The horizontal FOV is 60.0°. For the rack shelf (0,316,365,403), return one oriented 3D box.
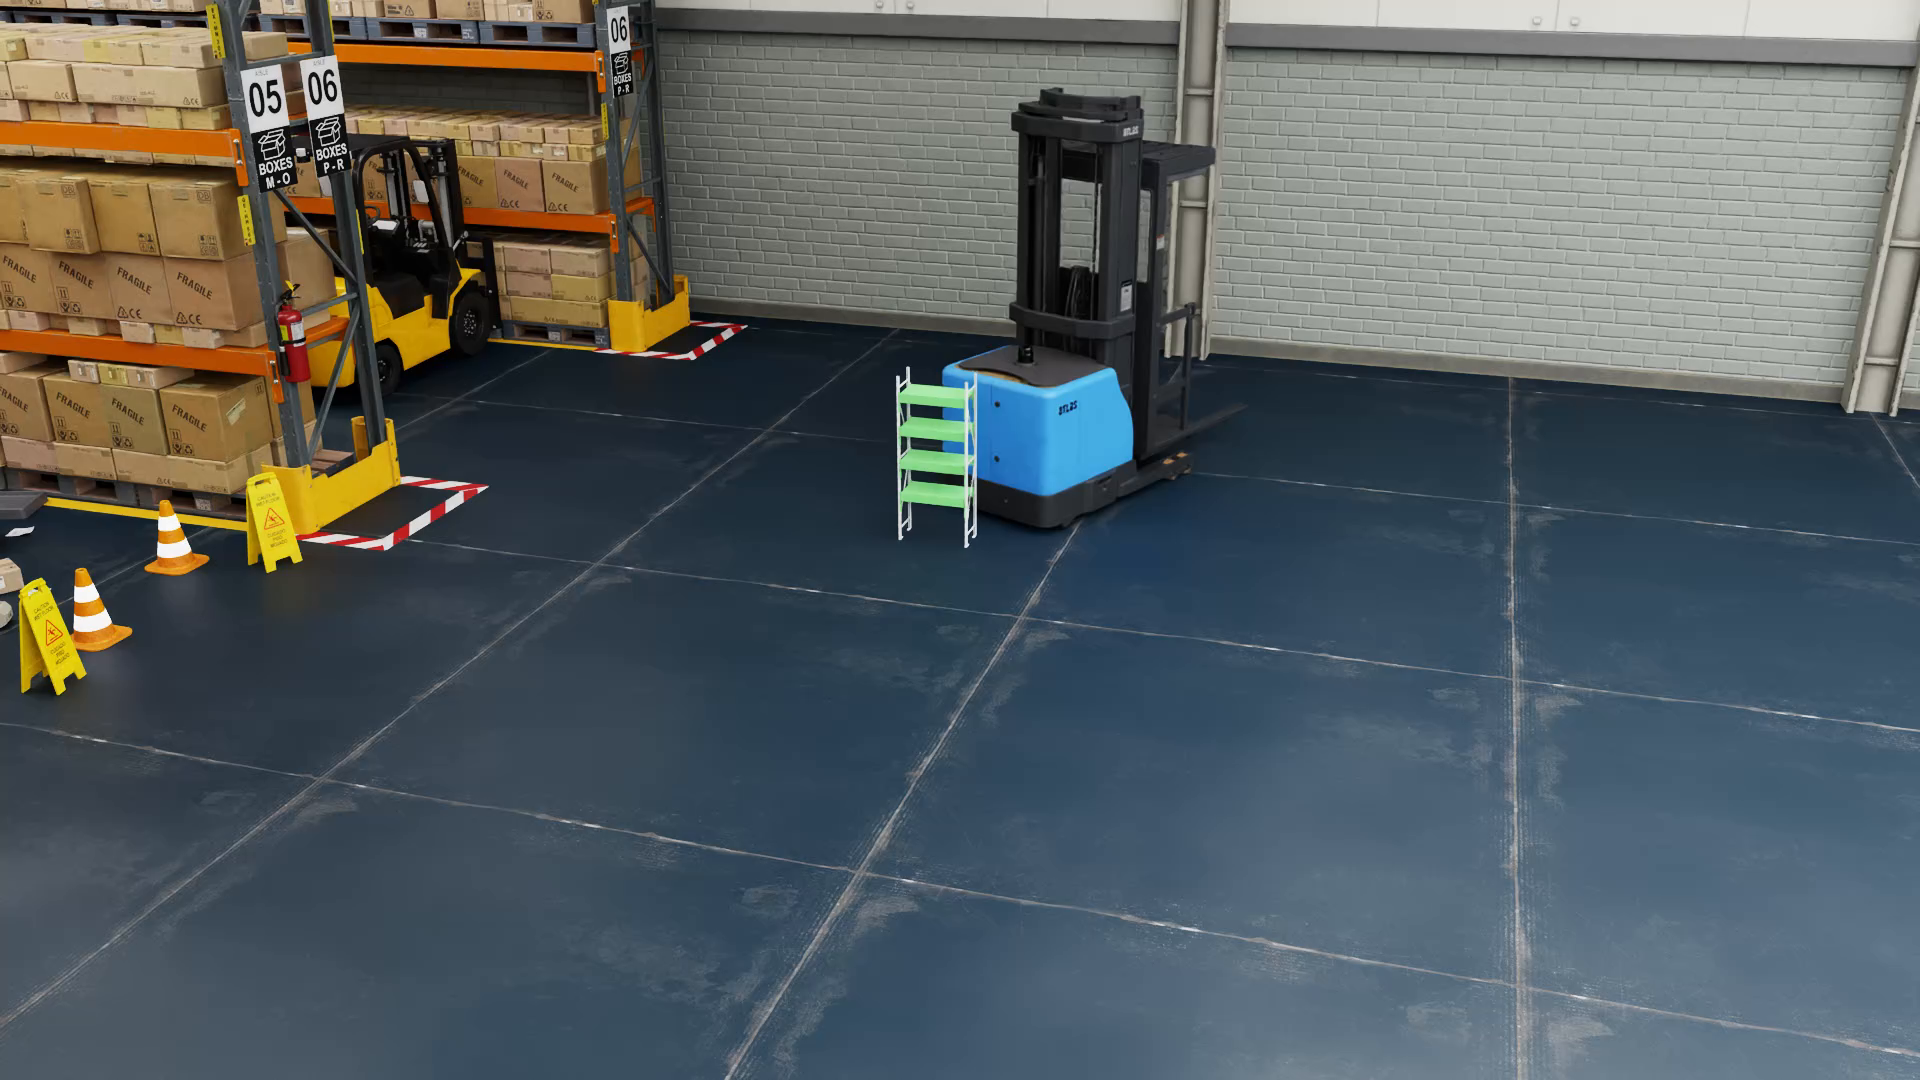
[{"bbox_3d":[-6.476,-1.527,12.489,4.000,0.370,1.077,7,23,16],"label":"rack shelf"}]

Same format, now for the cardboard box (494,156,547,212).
[{"bbox_3d":[-4.172,-3.510,16.242,0.500,0.500,0.500,7,23,17],"label":"cardboard box"}]

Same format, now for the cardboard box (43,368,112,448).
[{"bbox_3d":[-6.386,-1.017,12.378,0.500,0.500,0.500,6,23,14],"label":"cardboard box"}]

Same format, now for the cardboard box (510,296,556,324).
[{"bbox_3d":[-4.146,-2.362,16.645,0.500,0.250,0.500,7,23,15],"label":"cardboard box"}]

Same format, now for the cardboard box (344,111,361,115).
[{"bbox_3d":[-6.218,-4.204,16.688,0.250,0.149,0.380,6,23,15],"label":"cardboard box"}]

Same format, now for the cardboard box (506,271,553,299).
[{"bbox_3d":[-4.165,-2.597,16.560,0.500,0.250,0.500,6,23,15],"label":"cardboard box"}]

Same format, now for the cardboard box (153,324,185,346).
[{"bbox_3d":[-5.495,-1.511,11.833,0.250,0.149,0.380,6,23,15],"label":"cardboard box"}]

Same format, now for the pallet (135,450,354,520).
[{"bbox_3d":[-5.402,-0.461,12.616,1.213,0.211,1.003,7,23,16],"label":"pallet"}]

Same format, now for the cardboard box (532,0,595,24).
[{"bbox_3d":[-3.626,-5.079,15.431,0.500,0.500,0.500,7,23,17],"label":"cardboard box"}]

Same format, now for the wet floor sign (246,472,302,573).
[{"bbox_3d":[-4.689,-0.142,11.266,0.232,0.644,0.267,16,27,34],"label":"wet floor sign"}]

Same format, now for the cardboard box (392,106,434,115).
[{"bbox_3d":[-5.582,-4.335,17.007,0.250,0.149,0.380,6,23,15],"label":"cardboard box"}]

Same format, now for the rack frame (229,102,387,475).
[{"bbox_3d":[-4.562,-1.641,11.818,0.127,3.000,1.000,7,23,16],"label":"rack frame"}]

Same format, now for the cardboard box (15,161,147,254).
[{"bbox_3d":[-6.114,-2.341,11.683,0.500,0.500,0.700,6,23,15],"label":"cardboard box"}]

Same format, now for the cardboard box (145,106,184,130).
[{"bbox_3d":[-5.232,-2.865,11.181,0.250,0.149,0.380,7,23,16],"label":"cardboard box"}]

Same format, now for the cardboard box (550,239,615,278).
[{"bbox_3d":[-3.662,-2.767,16.315,0.500,0.250,0.500,7,23,17],"label":"cardboard box"}]

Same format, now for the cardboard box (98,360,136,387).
[{"bbox_3d":[-6.015,-1.248,12.086,0.250,0.149,0.380,7,23,16],"label":"cardboard box"}]

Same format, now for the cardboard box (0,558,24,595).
[{"bbox_3d":[-6.399,0.268,10.920,0.380,0.149,0.250,-20,29,-39],"label":"cardboard box"}]

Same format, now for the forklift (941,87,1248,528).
[{"bbox_3d":[1.188,-1.926,12.602,1.130,2.935,3.031,18,28,36],"label":"forklift"}]

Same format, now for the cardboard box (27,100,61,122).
[{"bbox_3d":[-6.202,-3.001,11.511,0.250,0.149,0.380,6,23,14],"label":"cardboard box"}]

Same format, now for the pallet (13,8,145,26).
[{"bbox_3d":[-9.043,-5.459,17.422,1.213,0.211,1.003,8,24,18],"label":"pallet"}]

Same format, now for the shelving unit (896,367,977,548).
[{"bbox_3d":[-0.158,-0.573,11.587,0.503,1.200,0.258,7,23,16],"label":"shelving unit"}]

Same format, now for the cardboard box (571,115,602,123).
[{"bbox_3d":[-3.628,-4.095,16.423,0.250,0.149,0.380,7,23,17],"label":"cardboard box"}]

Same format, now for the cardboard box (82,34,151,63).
[{"bbox_3d":[-5.684,-3.321,11.242,0.250,0.149,0.380,7,23,16],"label":"cardboard box"}]

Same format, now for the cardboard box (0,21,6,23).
[{"bbox_3d":[-7.244,-3.722,12.219,0.250,0.149,0.380,7,23,17],"label":"cardboard box"}]

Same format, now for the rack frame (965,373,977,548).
[{"bbox_3d":[0.075,-0.547,11.521,0.015,1.200,0.240,7,23,16],"label":"rack frame"}]

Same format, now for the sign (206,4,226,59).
[{"bbox_3d":[-4.741,-3.239,10.594,0.005,0.325,0.100,7,23,16],"label":"sign"}]

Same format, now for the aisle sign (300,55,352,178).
[{"bbox_3d":[-4.413,-2.950,11.583,0.004,0.787,0.394,7,23,16],"label":"aisle sign"}]

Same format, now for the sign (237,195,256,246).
[{"bbox_3d":[-4.741,-2.123,11.052,0.005,0.325,0.100,7,23,16],"label":"sign"}]

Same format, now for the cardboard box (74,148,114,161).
[{"bbox_3d":[-8.965,-4.180,17.547,0.500,0.250,0.500,7,23,16],"label":"cardboard box"}]

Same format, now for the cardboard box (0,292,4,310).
[{"bbox_3d":[-7.086,-2.008,12.188,0.500,0.500,0.500,6,23,15],"label":"cardboard box"}]

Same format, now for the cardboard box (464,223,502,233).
[{"bbox_3d":[-4.981,-3.122,17.181,0.500,0.250,0.500,6,23,14],"label":"cardboard box"}]

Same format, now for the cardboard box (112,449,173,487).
[{"bbox_3d":[-5.907,-0.614,12.383,0.500,0.250,0.500,7,23,16],"label":"cardboard box"}]

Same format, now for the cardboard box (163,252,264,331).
[{"bbox_3d":[-5.161,-1.784,11.644,0.500,0.500,0.500,6,23,15],"label":"cardboard box"}]

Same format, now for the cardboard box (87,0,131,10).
[{"bbox_3d":[-8.459,-5.545,16.816,0.500,0.311,0.500,6,23,14],"label":"cardboard box"}]

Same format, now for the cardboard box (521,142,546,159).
[{"bbox_3d":[-4.028,-3.795,16.084,0.250,0.149,0.380,7,23,17],"label":"cardboard box"}]

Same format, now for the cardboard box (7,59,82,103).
[{"bbox_3d":[-6.109,-3.166,11.389,0.500,0.250,0.500,7,23,17],"label":"cardboard box"}]

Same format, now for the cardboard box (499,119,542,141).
[{"bbox_3d":[-4.256,-3.980,16.143,0.250,0.149,0.380,7,23,16],"label":"cardboard box"}]

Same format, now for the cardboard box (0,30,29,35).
[{"bbox_3d":[-6.672,-3.426,11.499,0.250,0.149,0.380,7,23,17],"label":"cardboard box"}]

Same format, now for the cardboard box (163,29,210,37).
[{"bbox_3d":[-5.310,-3.466,11.595,0.250,0.149,0.380,7,23,15],"label":"cardboard box"}]

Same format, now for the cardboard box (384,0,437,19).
[{"bbox_3d":[-5.126,-5.308,15.983,0.637,0.503,0.797,7,23,17],"label":"cardboard box"}]

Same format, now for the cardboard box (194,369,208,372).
[{"bbox_3d":[-5.779,-1.157,12.720,0.500,0.500,0.500,6,23,14],"label":"cardboard box"}]

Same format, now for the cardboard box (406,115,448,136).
[{"bbox_3d":[-5.241,-4.091,16.413,0.250,0.149,0.380,7,23,16],"label":"cardboard box"}]

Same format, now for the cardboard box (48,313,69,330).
[{"bbox_3d":[-6.439,-1.663,12.202,0.250,0.149,0.380,7,23,16],"label":"cardboard box"}]

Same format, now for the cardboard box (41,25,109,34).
[{"bbox_3d":[-6.291,-3.573,11.855,0.250,0.149,0.380,7,23,17],"label":"cardboard box"}]

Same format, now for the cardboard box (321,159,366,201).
[{"bbox_3d":[-6.108,-3.735,16.791,0.500,0.500,0.500,7,23,16],"label":"cardboard box"}]

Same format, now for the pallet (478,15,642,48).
[{"bbox_3d":[-3.801,-4.879,15.875,1.213,0.211,1.003,7,23,16],"label":"pallet"}]

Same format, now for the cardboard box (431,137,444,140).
[{"bbox_3d":[-4.992,-3.919,16.386,0.250,0.149,0.380,6,23,15],"label":"cardboard box"}]

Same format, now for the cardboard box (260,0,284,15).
[{"bbox_3d":[-6.619,-5.236,16.275,0.250,0.149,0.380,7,23,17],"label":"cardboard box"}]

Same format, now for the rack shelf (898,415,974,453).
[{"bbox_3d":[-0.158,-0.736,11.520,0.480,0.148,0.258,7,23,16],"label":"rack shelf"}]

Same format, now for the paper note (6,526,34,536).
[{"bbox_3d":[-6.719,-0.065,11.887,0.148,0.019,0.142,-1,22,-3],"label":"paper note"}]

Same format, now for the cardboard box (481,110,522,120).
[{"bbox_3d":[-4.604,-4.225,16.739,0.250,0.149,0.380,6,23,14],"label":"cardboard box"}]

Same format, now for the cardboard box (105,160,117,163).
[{"bbox_3d":[-8.965,-3.947,17.637,0.500,0.250,0.500,7,23,17],"label":"cardboard box"}]

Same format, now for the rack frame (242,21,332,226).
[{"bbox_3d":[-6.961,-3.883,17.285,0.127,3.000,1.000,7,23,16],"label":"rack frame"}]

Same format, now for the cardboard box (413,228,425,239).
[{"bbox_3d":[-5.622,-2.991,16.861,0.500,0.250,0.500,7,23,17],"label":"cardboard box"}]
